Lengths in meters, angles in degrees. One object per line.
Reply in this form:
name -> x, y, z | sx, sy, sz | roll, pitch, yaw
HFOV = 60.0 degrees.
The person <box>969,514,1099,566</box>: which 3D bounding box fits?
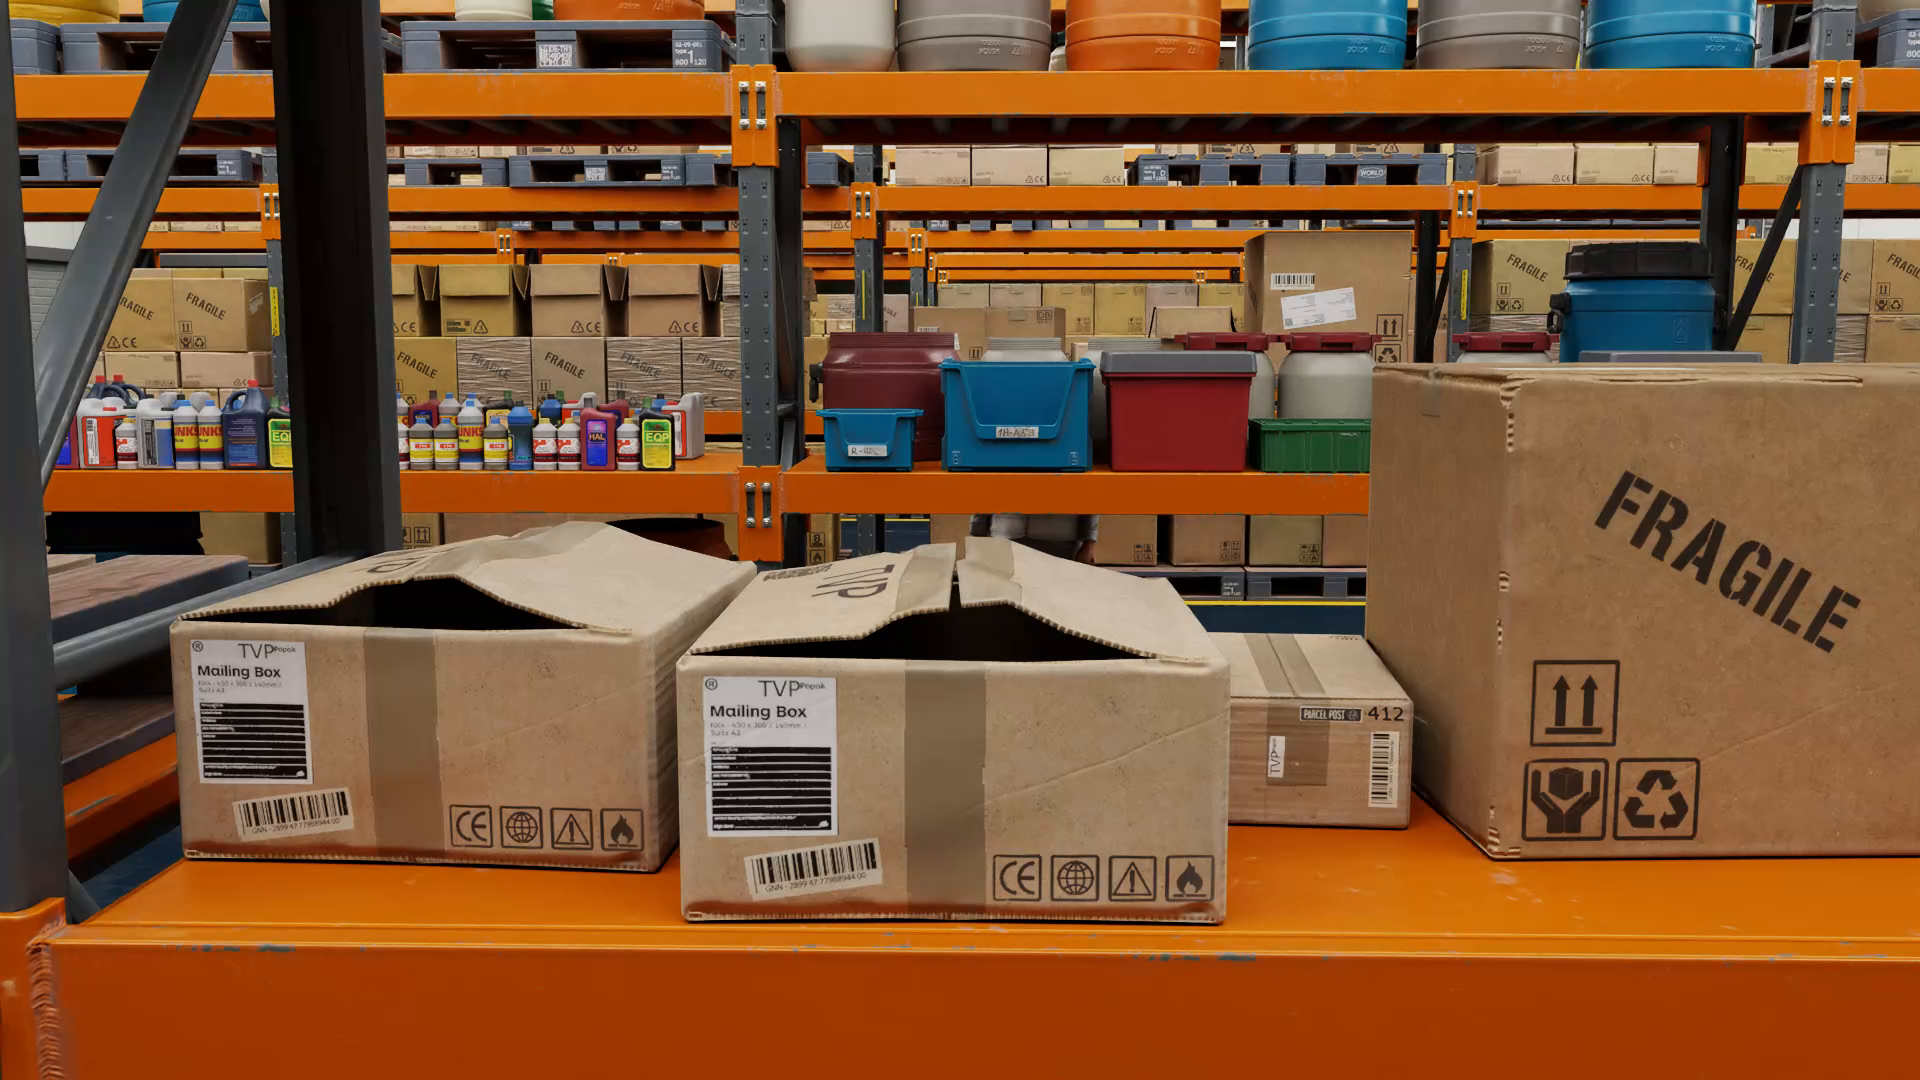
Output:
person -> 0.333, 0.020, 7.494 | 0.589, 1.772, 0.462 | 2, 7, 17
